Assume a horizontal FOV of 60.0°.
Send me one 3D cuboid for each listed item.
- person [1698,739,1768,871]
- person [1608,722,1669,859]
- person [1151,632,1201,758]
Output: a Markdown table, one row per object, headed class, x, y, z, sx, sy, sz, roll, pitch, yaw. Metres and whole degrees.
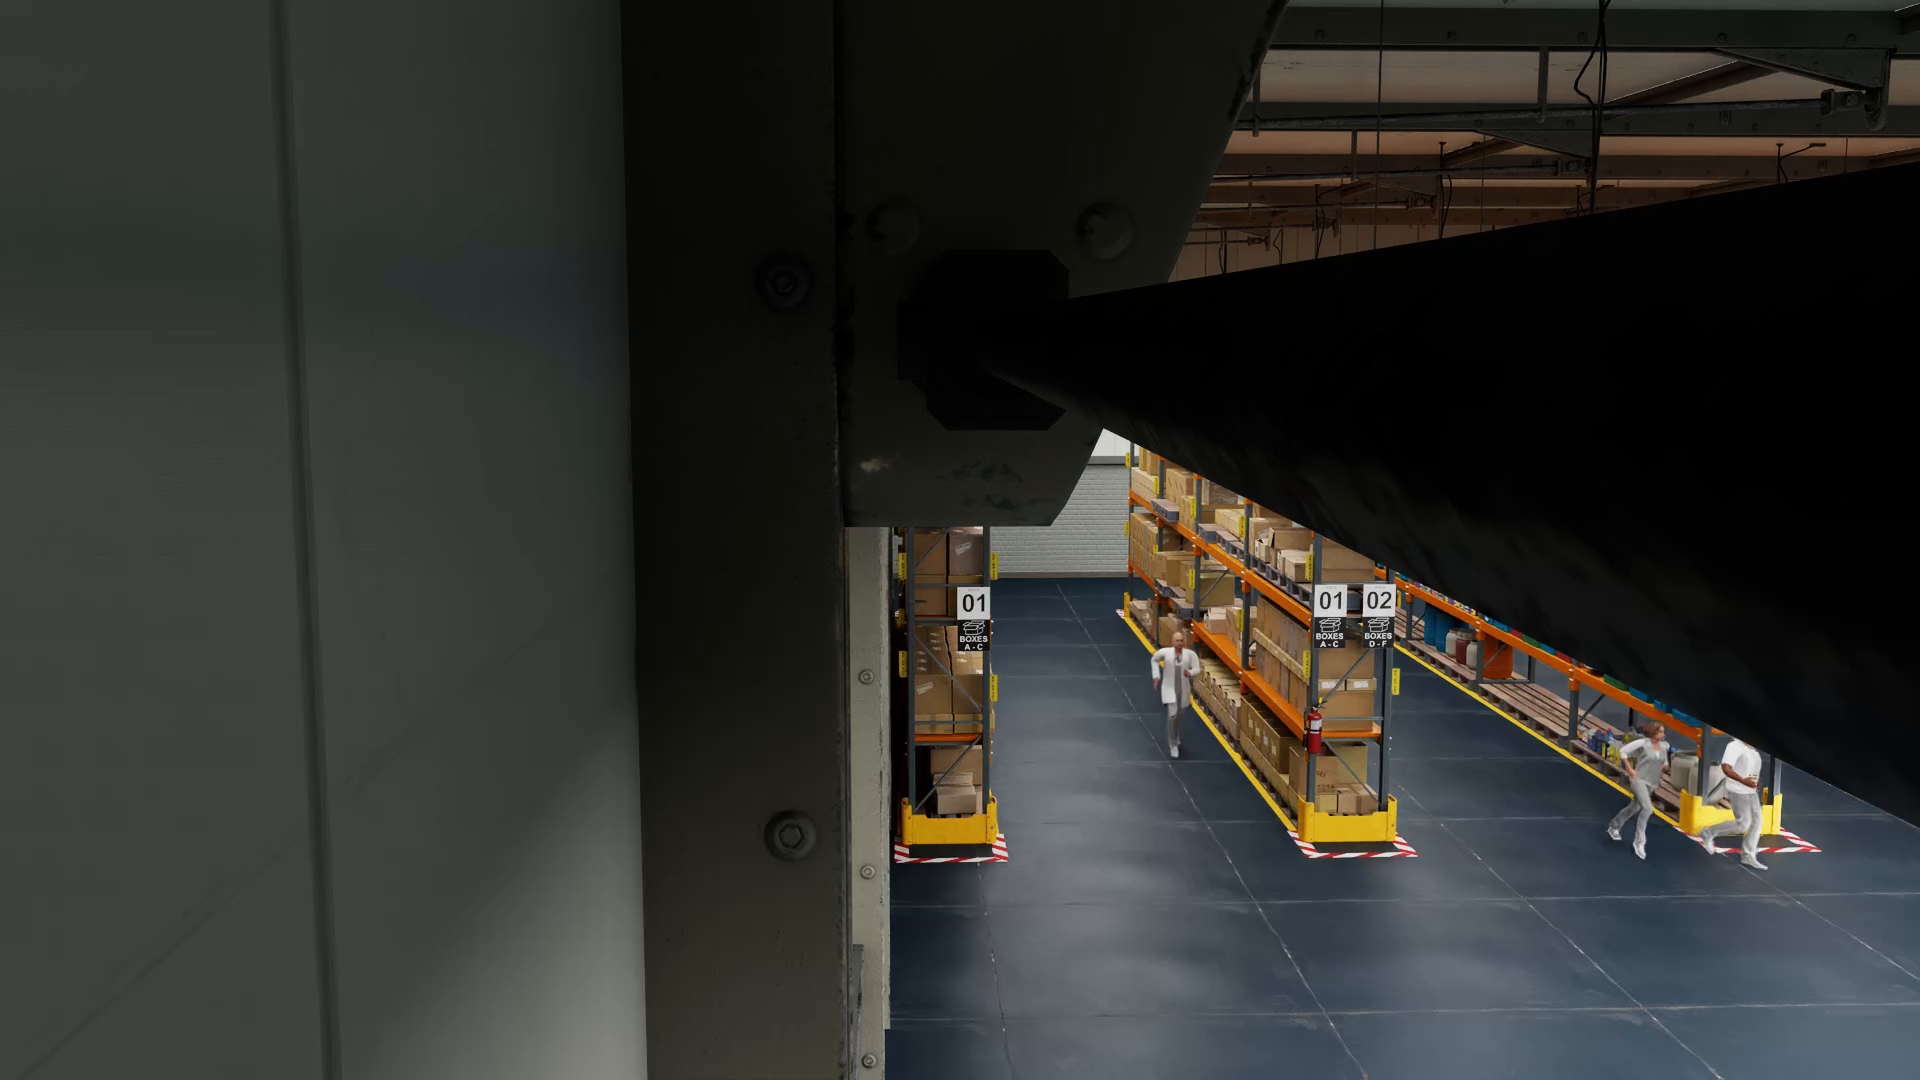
| class | x | y | z | sx | sy | sz | roll | pitch | yaw |
| --- | --- | --- | --- | --- | --- | --- | --- | --- | --- |
| person | 9.231 | 2.971 | 19.686 | 0.784 | 1.769 | 0.722 | 7 | 10 | 43 |
| person | 8.283 | 2.973 | 20.222 | 0.602 | 1.588 | 0.750 | -3 | 8 | -23 |
| person | 3.226 | 2.279 | 24.798 | 0.666 | 1.847 | 0.937 | -1 | 7 | -6 |
